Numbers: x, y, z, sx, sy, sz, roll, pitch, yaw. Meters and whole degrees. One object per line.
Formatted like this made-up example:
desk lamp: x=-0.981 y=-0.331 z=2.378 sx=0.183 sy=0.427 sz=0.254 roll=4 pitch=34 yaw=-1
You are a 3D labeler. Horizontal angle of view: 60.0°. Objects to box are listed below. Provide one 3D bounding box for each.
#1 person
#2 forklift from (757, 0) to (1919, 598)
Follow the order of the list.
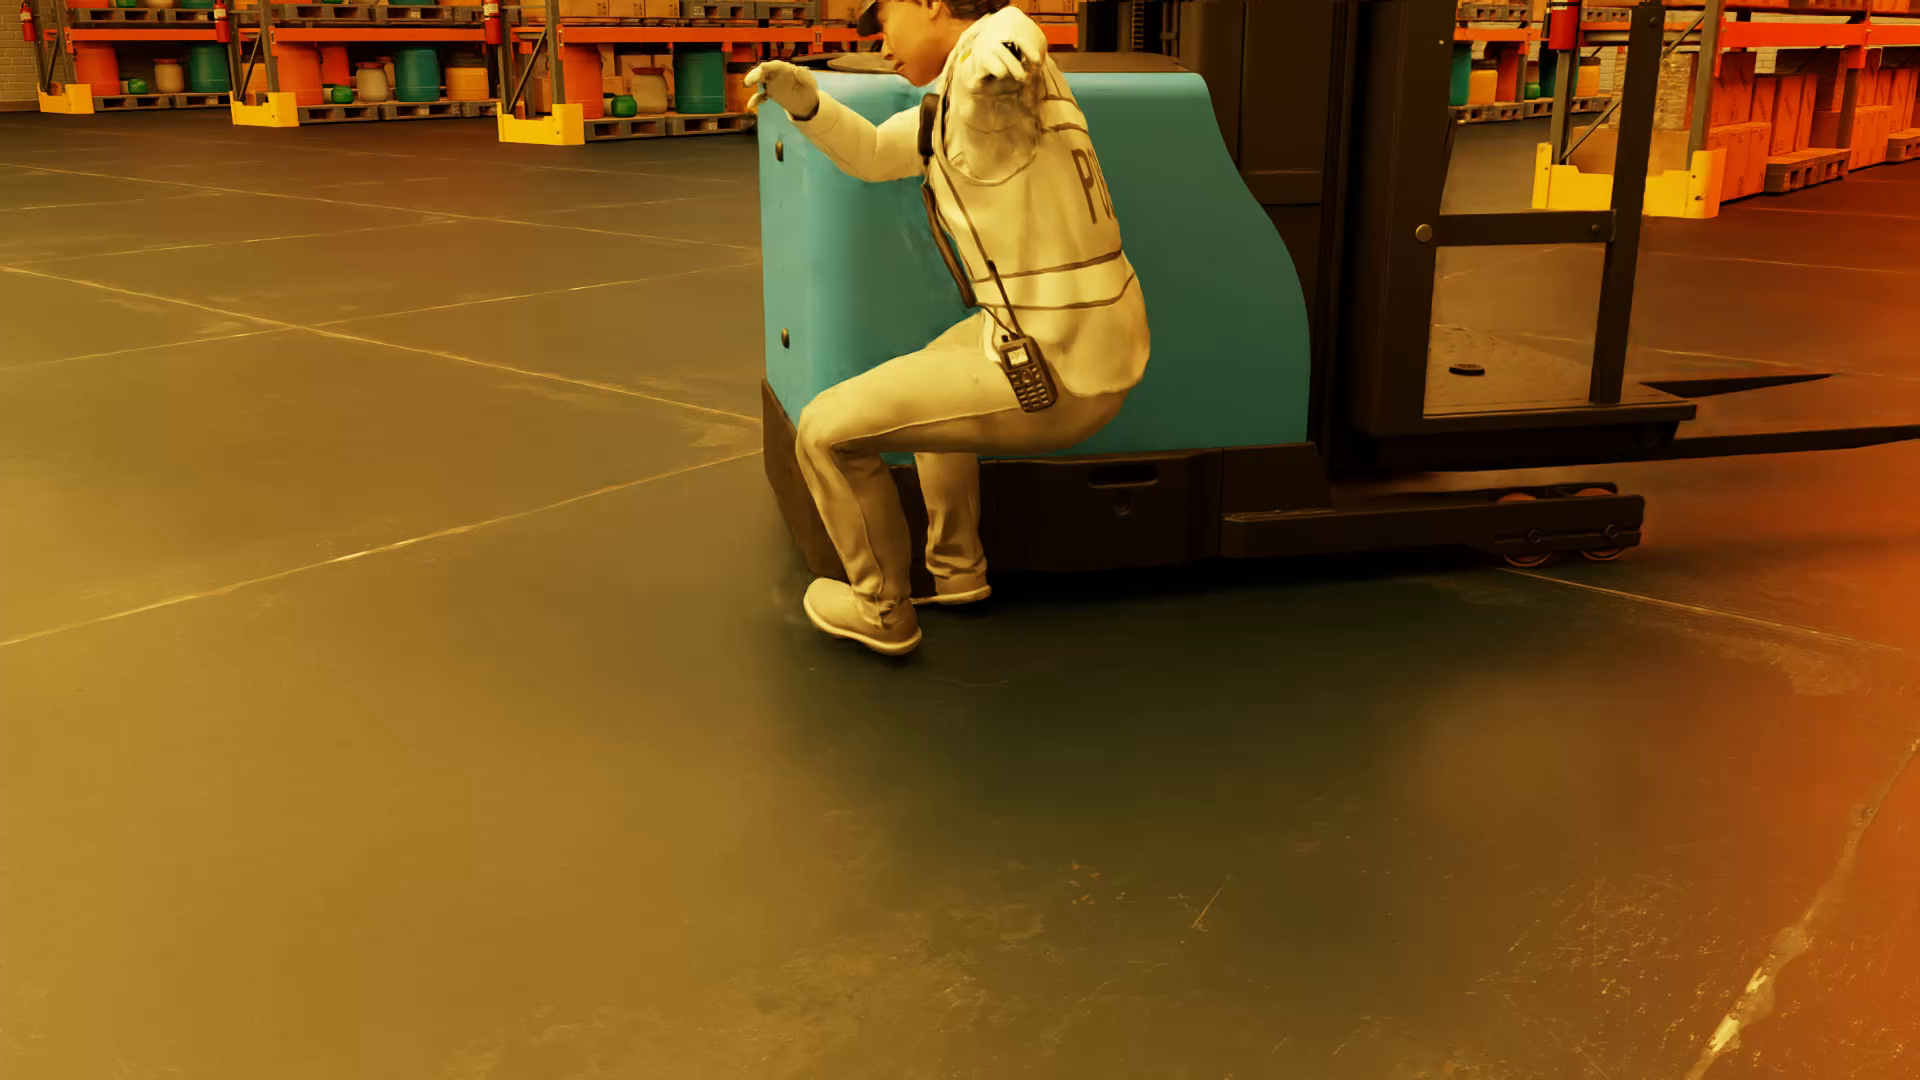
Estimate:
person: x=-0.044 y=-0.333 z=2.775 sx=0.686 sy=1.367 sz=1.308 roll=4 pitch=17 yaw=13
forklift: x=1.070 y=-1.486 z=3.793 sx=3.031 sy=2.935 sz=1.130 roll=-4 pitch=17 yaw=-12
